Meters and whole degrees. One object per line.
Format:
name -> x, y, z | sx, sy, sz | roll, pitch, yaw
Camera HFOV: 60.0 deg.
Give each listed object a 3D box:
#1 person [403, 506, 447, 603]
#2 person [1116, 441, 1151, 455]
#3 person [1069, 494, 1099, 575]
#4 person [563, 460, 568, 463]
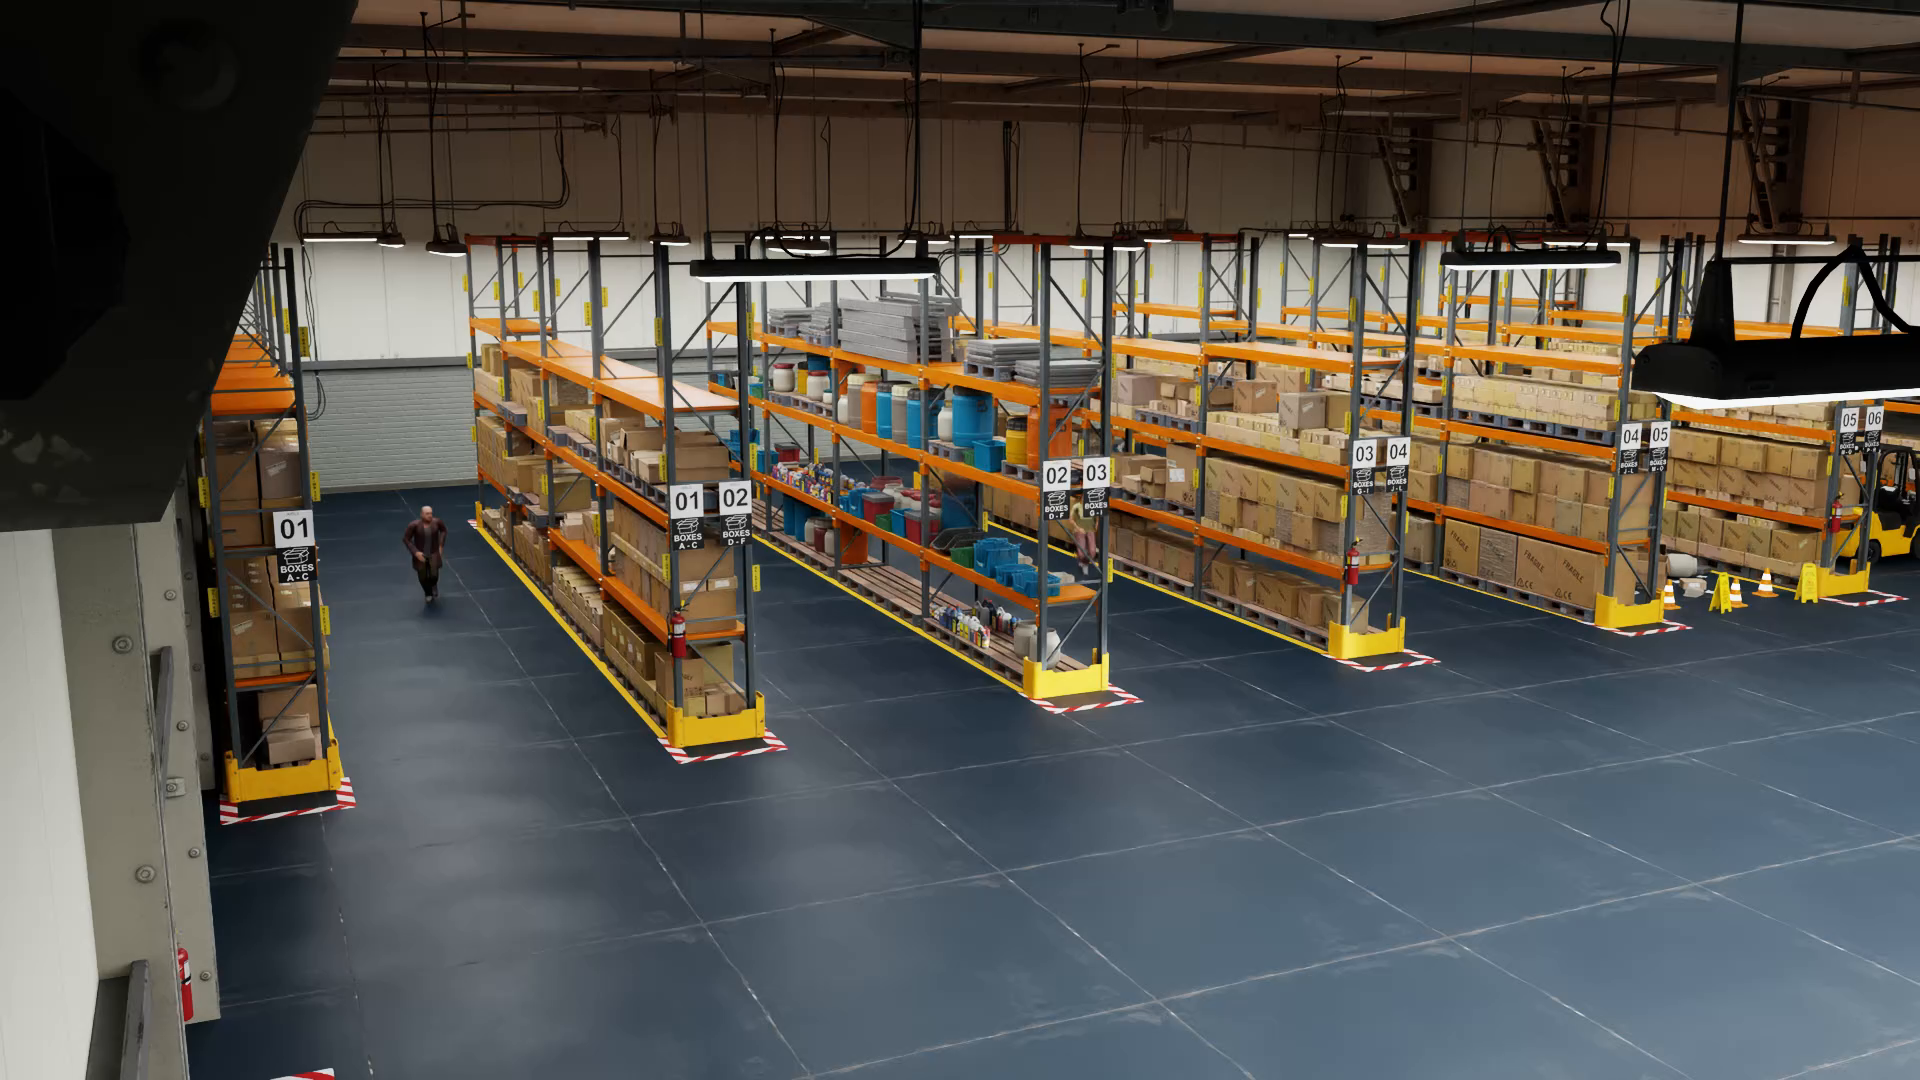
person -> -8.850, 0.233, 27.565 | 0.690, 1.680, 0.660 | -3, 11, -16
person -> 4.669, -3.058, 44.530 | 1.016, 1.651, 0.567 | 4, 12, 21
person -> 2.186, -0.142, 29.068 | 0.623, 1.541, 0.670 | -2, 11, -10
person -> -8.457, -1.274, 35.733 | 0.566, 1.524, 0.514 | -7, 13, -31
